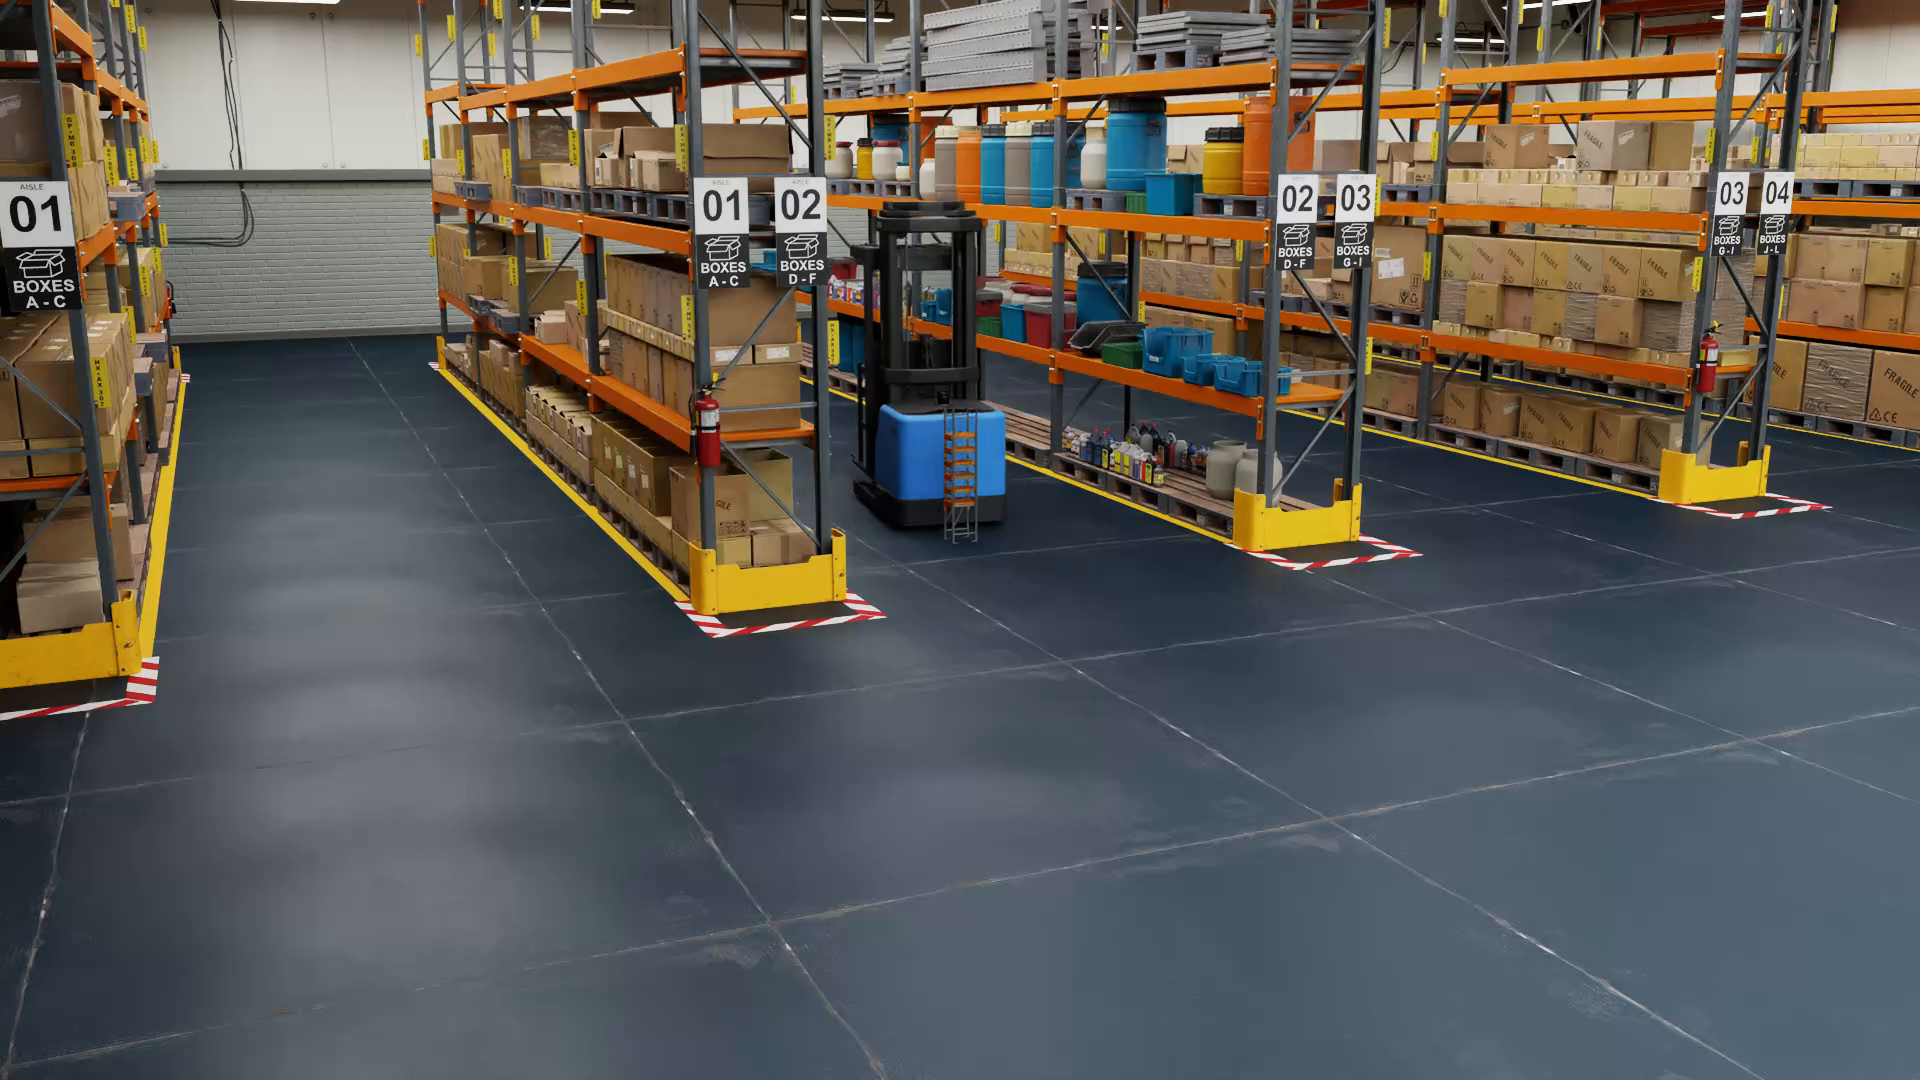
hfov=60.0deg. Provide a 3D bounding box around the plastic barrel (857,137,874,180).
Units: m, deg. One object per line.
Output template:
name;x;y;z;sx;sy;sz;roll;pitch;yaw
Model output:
plastic barrel;-1.190;-5.501;23.984;0.600;0.588;0.600;0;13;0

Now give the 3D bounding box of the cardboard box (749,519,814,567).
cardboard box;-1.486;0.016;13.313;0.500;0.250;0.500;-6;14;-23

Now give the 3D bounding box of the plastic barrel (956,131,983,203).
plastic barrel;0.253;-4.433;19.768;0.600;0.830;0.708;-6;14;-23

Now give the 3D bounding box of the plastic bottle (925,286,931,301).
plastic bottle;-0.438;-3.392;23.131;0.061;0.283;0.133;-6;14;-23

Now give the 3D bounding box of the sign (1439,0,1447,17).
sign;5.495;-6.112;18.897;0.100;0.325;0.005;-6;14;-23

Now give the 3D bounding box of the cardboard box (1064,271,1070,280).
cardboard box;1.962;-4.485;28.151;0.380;0.149;0.250;-5;14;-22

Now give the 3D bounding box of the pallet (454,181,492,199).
pallet;-6.085;-4.696;22.270;1.213;0.211;1.003;-6;14;-23

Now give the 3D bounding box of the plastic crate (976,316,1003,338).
plastic crate;0.507;-2.492;19.454;0.450;0.188;0.662;-6;14;-23

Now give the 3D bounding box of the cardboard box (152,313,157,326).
cardboard box;-10.079;-2.705;20.417;0.380;0.149;0.250;-6;14;-23

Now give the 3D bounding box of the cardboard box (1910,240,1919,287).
cardboard box;11.671;-3.221;19.409;0.875;0.550;0.550;-6;14;-23

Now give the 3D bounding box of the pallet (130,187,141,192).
pallet;-9.523;-3.690;17.927;1.213;0.211;1.003;-5;14;-20

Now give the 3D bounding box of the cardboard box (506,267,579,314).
cardboard box;-5.035;-3.014;20.086;0.700;0.500;0.500;-12;18;-42

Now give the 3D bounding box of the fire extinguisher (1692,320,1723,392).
fire extinguisher;7.227;-1.779;16.074;0.296;0.674;0.183;-6;14;-23

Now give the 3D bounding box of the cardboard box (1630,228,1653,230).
cardboard box;12.217;-5.469;29.406;0.500;0.500;0.500;-6;14;-24

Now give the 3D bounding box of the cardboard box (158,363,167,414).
cardboard box;-10.081;-1.870;20.134;0.750;0.750;0.750;-5;14;-21

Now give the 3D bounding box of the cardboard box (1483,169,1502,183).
cardboard box;6.108;-4.089;18.679;0.380;0.149;0.250;-6;14;-23

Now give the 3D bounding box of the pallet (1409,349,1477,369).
pallet;8.187;-3.016;27.435;1.003;0.211;1.213;-6;14;-23

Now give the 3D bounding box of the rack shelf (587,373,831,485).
rack shelf;-2.276;-1.050;14.351;1.077;0.370;4.000;-6;14;-23

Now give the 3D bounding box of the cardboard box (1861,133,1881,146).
cardboard box;10.932;-4.747;19.712;0.380;0.149;0.250;-6;14;-23

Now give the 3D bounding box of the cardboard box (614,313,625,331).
cardboard box;-2.941;-2.001;15.202;0.380;0.149;0.250;-6;14;-24

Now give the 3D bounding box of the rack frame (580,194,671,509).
rack frame;-3.077;-1.814;16.056;1.000;3.000;0.127;-6;14;-23

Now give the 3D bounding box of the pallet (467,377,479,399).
pallet;-6.556;-2.250;24.125;1.003;0.211;1.213;-6;14;-23

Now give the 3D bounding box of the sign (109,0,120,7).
sign;-8.724;-5.660;17.120;0.100;0.325;0.005;-6;14;-23

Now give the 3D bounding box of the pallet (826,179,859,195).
pallet;-1.338;-5.130;24.148;1.213;0.211;1.003;-6;14;-23

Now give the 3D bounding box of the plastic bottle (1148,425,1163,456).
plastic bottle;2.062;-1.038;17.601;0.144;0.351;0.185;-6;15;-26

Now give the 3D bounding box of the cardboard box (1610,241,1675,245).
cardboard box;7.237;-2.908;17.682;0.500;0.500;0.500;-6;14;-23

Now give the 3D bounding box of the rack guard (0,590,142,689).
rack guard;-6.043;0.663;10.898;1.175;0.500;0.348;-6;14;-23

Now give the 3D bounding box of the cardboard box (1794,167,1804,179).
cardboard box;10.526;-4.568;20.707;0.380;0.149;0.250;-6;14;-23

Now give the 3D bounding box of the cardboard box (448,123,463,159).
cardboard box;-7.127;-5.870;24.487;0.700;0.500;0.500;-6;14;-23

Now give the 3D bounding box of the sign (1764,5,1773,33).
sign;10.094;-6.500;20.751;0.100;0.325;0.005;-6;14;-23

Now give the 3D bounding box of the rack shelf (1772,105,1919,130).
rack shelf;14.280;-6.394;25.021;1.077;0.370;4.000;-6;14;-23

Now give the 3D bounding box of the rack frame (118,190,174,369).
rack frame;-12.421;-3.845;24.831;1.000;3.000;0.127;-6;14;-23

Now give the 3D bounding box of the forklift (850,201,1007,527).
forklift;-0.446;-1.838;16.311;1.130;2.935;3.031;-4;13;-15

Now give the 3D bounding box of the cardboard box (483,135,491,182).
cardboard box;-5.859;-4.984;21.723;0.600;0.600;0.600;-6;14;-24

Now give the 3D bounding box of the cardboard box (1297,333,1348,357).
cardboard box;4.917;-2.652;22.581;0.500;0.250;0.500;-4;14;-17

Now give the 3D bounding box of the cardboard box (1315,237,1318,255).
cardboard box;6.524;-5.266;30.090;0.500;0.500;0.500;-6;14;-23

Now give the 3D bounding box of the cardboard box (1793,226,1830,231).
cardboard box;16.412;-5.838;32.290;0.700;0.500;0.500;-5;14;-22

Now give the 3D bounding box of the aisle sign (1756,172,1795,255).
aisle sign;7.903;-3.163;16.116;0.394;0.787;0.004;-6;14;-23

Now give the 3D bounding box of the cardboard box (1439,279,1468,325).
cardboard box;6.125;-2.803;19.448;0.875;0.500;0.500;-6;14;-23

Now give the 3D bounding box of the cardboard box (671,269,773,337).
cardboard box;-1.887;-1.885;13.264;0.700;0.500;0.500;-6;14;-24

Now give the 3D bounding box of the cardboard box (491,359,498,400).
cardboard box;-5.894;-2.128;21.982;0.500;0.500;0.500;-5;14;-22

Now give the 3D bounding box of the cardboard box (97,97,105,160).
cardboard box;-7.165;-3.294;13.313;0.500;0.500;0.500;-7;15;-28

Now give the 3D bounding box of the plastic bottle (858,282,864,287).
plastic bottle;-1.395;-3.546;23.812;0.152;0.276;0.135;-6;14;-23

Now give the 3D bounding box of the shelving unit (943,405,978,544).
shelving unit;0.006;-0.582;14.722;0.258;1.200;0.189;-6;14;-23

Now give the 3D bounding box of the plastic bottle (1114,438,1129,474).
plastic bottle;1.652;-0.853;16.804;0.144;0.351;0.185;-6;14;-23

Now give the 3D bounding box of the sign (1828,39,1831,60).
sign;13.972;-7.897;26.786;0.100;0.325;0.005;-6;14;-23

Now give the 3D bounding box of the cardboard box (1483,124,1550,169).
cardboard box;6.415;-4.537;19.177;0.500;0.500;0.500;-6;14;-25

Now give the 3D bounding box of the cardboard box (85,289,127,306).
cardboard box;-8.771;-2.246;16.725;0.700;0.500;0.500;-7;15;-28

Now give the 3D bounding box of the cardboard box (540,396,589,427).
cardboard box;-4.318;-1.431;18.322;0.500;0.311;0.500;-6;14;-24

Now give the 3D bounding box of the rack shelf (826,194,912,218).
rack shelf;-0.941;-4.611;23.084;1.077;0.370;4.000;-6;14;-23

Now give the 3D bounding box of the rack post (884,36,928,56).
rack post;-0.541;-6.413;21.479;0.624;0.289;0.986;-6;14;-23

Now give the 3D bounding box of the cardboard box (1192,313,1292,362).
cardboard box;4.141;-2.848;24.305;1.225;0.875;0.875;-6;14;-26

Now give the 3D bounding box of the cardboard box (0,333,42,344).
cardboard box;-7.001;-1.235;12.179;0.500;0.500;0.500;-5;14;-22

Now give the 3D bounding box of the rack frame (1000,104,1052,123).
rack frame;1.194;-8.110;29.954;1.000;3.000;0.127;-6;14;-23
